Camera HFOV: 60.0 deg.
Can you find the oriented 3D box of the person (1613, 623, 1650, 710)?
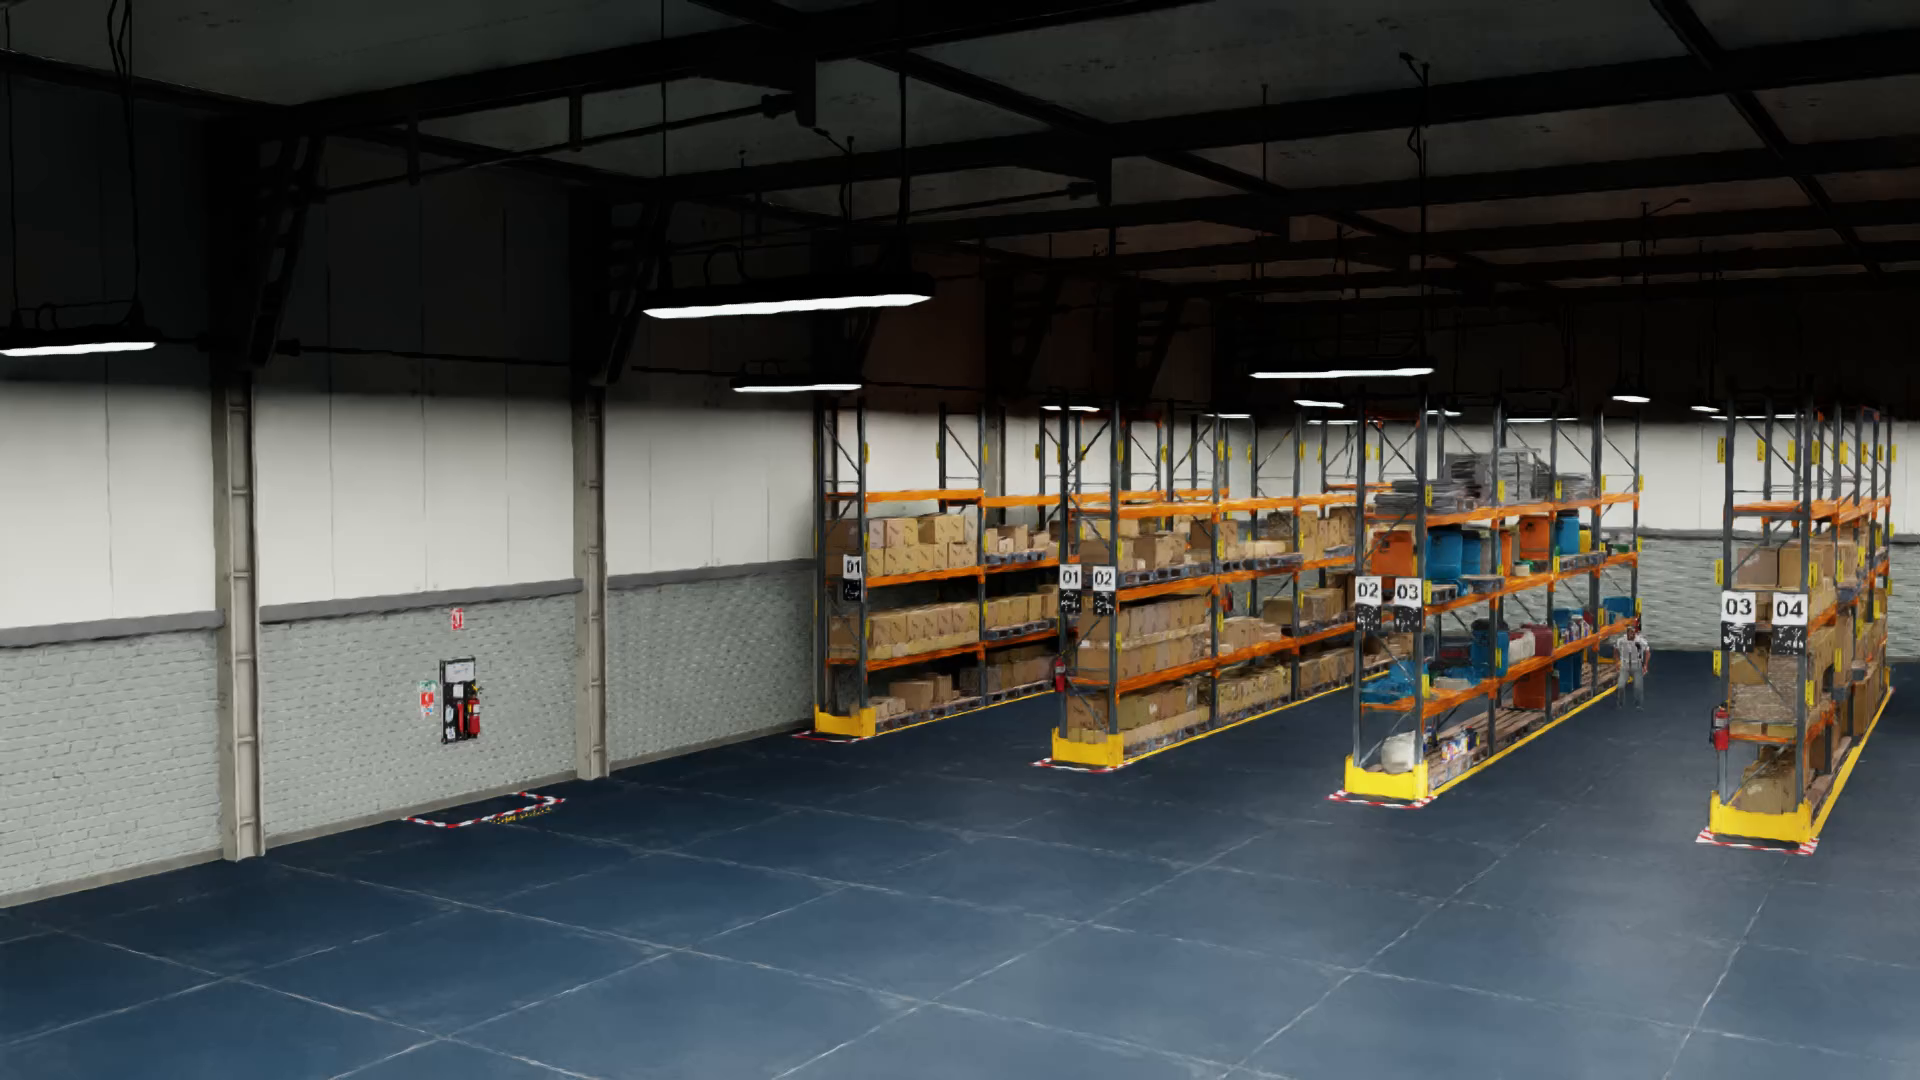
[{"bbox_3d":[13.052,2.453,32.337,0.682,1.715,0.542,2,3,30],"label":"person"}]
